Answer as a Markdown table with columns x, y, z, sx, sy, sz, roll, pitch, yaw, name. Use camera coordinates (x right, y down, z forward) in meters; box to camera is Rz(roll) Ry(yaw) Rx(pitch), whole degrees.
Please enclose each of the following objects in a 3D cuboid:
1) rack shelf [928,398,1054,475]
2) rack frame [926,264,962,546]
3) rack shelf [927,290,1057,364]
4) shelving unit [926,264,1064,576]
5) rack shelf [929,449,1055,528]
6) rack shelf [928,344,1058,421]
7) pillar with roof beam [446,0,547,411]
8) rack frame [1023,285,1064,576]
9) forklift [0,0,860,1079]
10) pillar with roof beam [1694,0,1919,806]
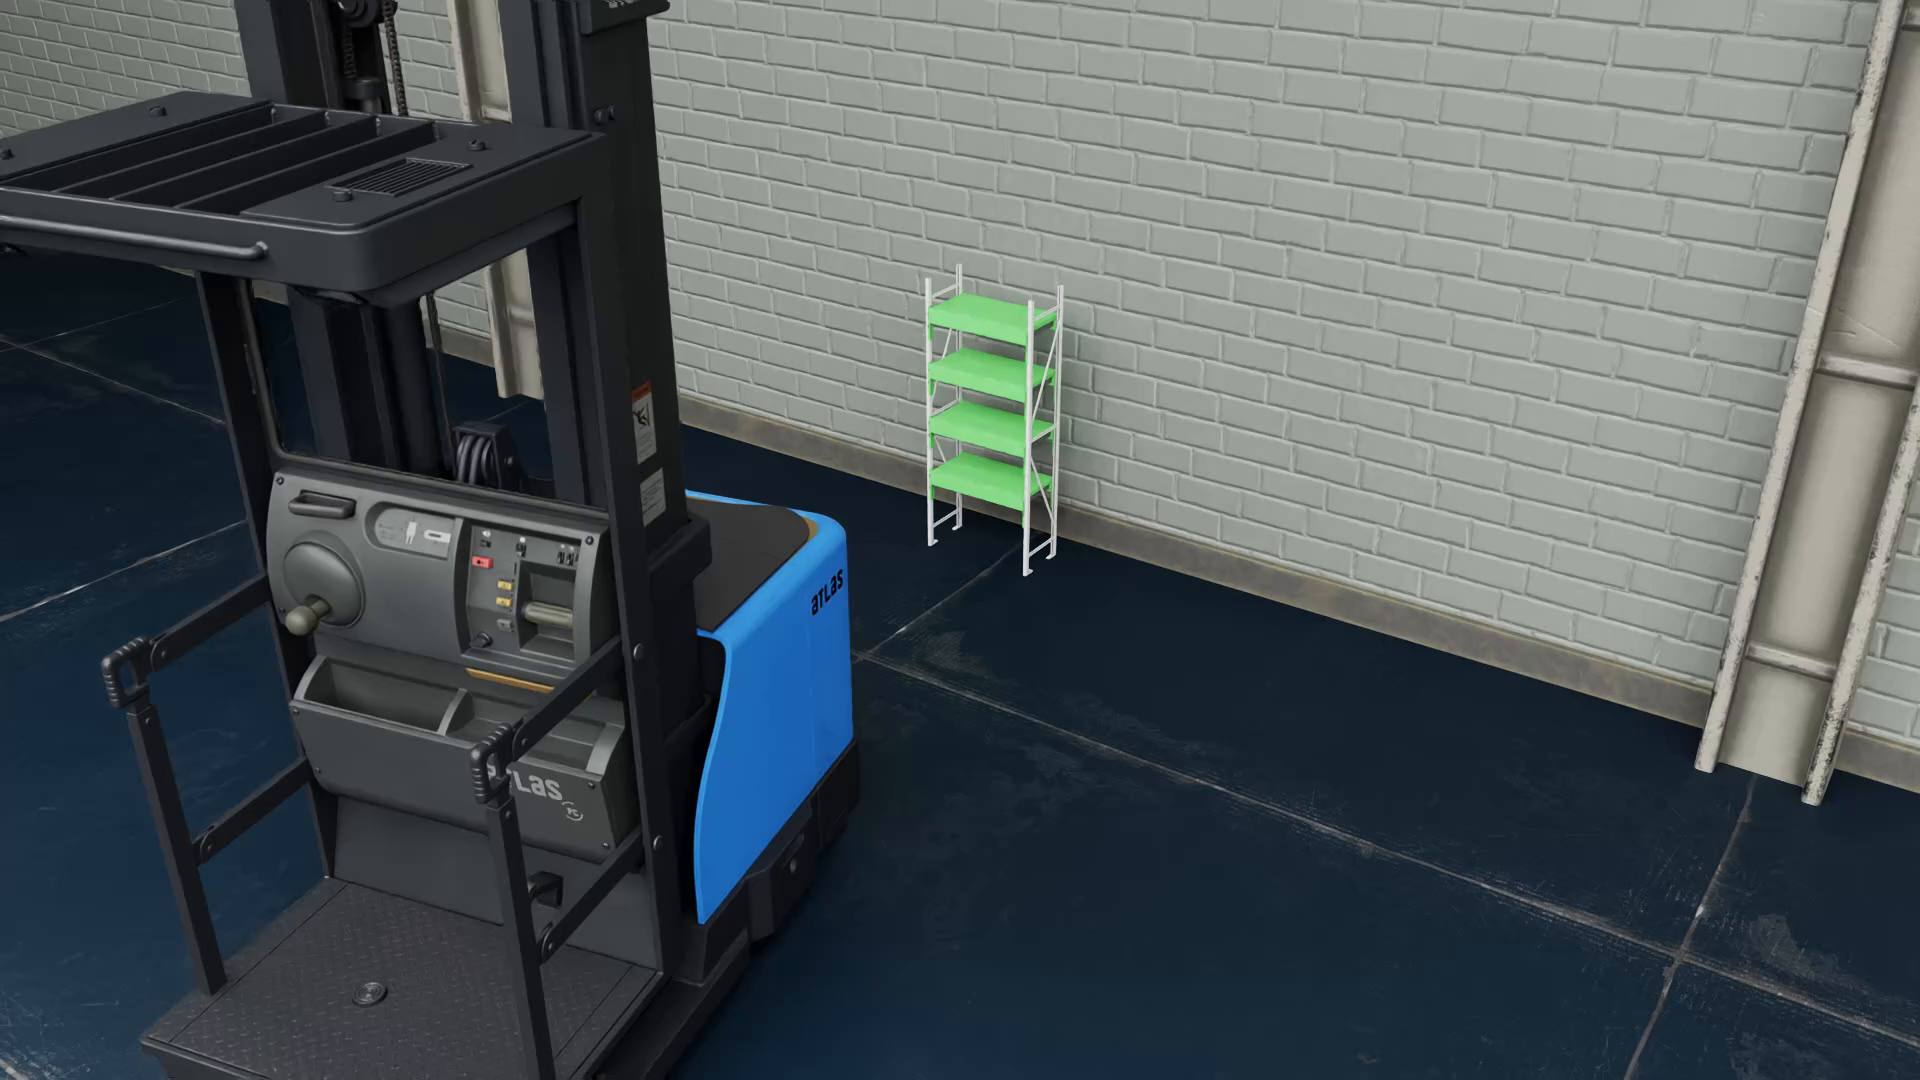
| x | y | z | sx | sy | sz | roll | pitch | yaw | name |
| --- | --- | --- | --- | --- | --- | --- | --- | --- | --- |
| 0.136 | -0.435 | 6.923 | 0.480 | 0.148 | 0.258 | 17 | 32 | 30 | rack shelf |
| -0.065 | -0.555 | 7.017 | 0.015 | 1.200 | 0.240 | 17 | 32 | 30 | rack frame |
| 0.136 | -0.863 | 6.706 | 0.480 | 0.148 | 0.258 | 17 | 32 | 30 | rack shelf |
| 0.136 | -0.492 | 6.894 | 0.503 | 1.200 | 0.258 | 17 | 32 | 30 | shelving unit |
| 0.136 | -0.221 | 7.032 | 0.480 | 0.148 | 0.258 | 17 | 32 | 30 | rack shelf |
| 0.136 | -0.649 | 6.814 | 0.480 | 0.148 | 0.258 | 17 | 32 | 30 | rack shelf |
| -4.612 | -3.166 | 3.549 | 0.400 | 9.000 | 9.100 | 17 | 32 | 30 | pillar with roof beam |
| 0.338 | -0.430 | 6.771 | 0.015 | 1.200 | 0.240 | 17 | 32 | 30 | rack frame |
| -1.337 | 0.122 | 3.778 | 1.130 | 2.935 | 3.031 | 10 | 29 | 19 | forklift |
| 0.334 | -1.625 | 0.522 | 0.400 | 9.000 | 9.100 | 17 | 32 | 30 | pillar with roof beam |
